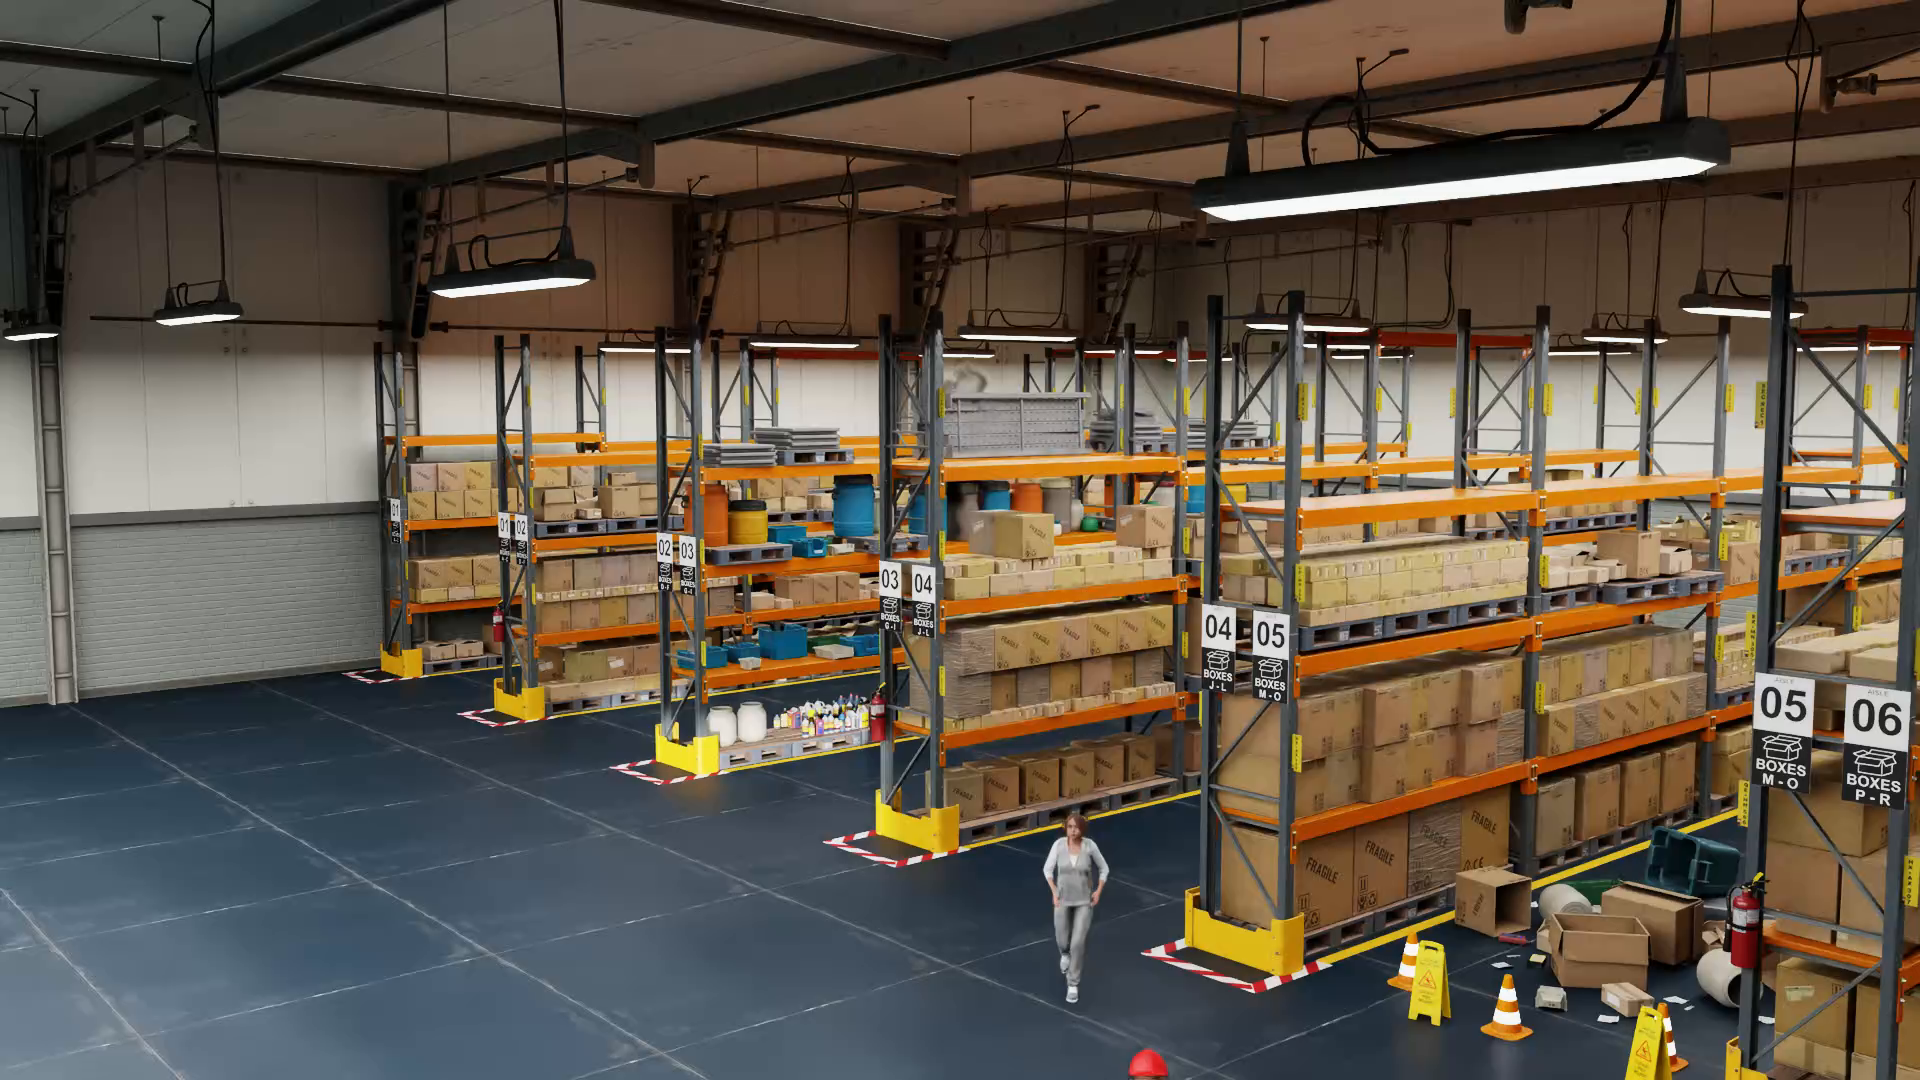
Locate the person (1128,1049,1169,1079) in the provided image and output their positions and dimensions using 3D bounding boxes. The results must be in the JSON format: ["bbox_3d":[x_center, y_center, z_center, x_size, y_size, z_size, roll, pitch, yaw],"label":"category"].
[{"bbox_3d":[0.969,3.504,8.517,0.633,1.848,0.793,1,5,7],"label":"person"}]

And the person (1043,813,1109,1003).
[{"bbox_3d":[0.992,3.100,14.227,0.564,1.584,0.572,1,5,9],"label":"person"}]

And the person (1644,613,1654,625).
[{"bbox_3d":[10.874,1.928,26.408,0.589,1.712,0.848,5,7,41],"label":"person"}]
